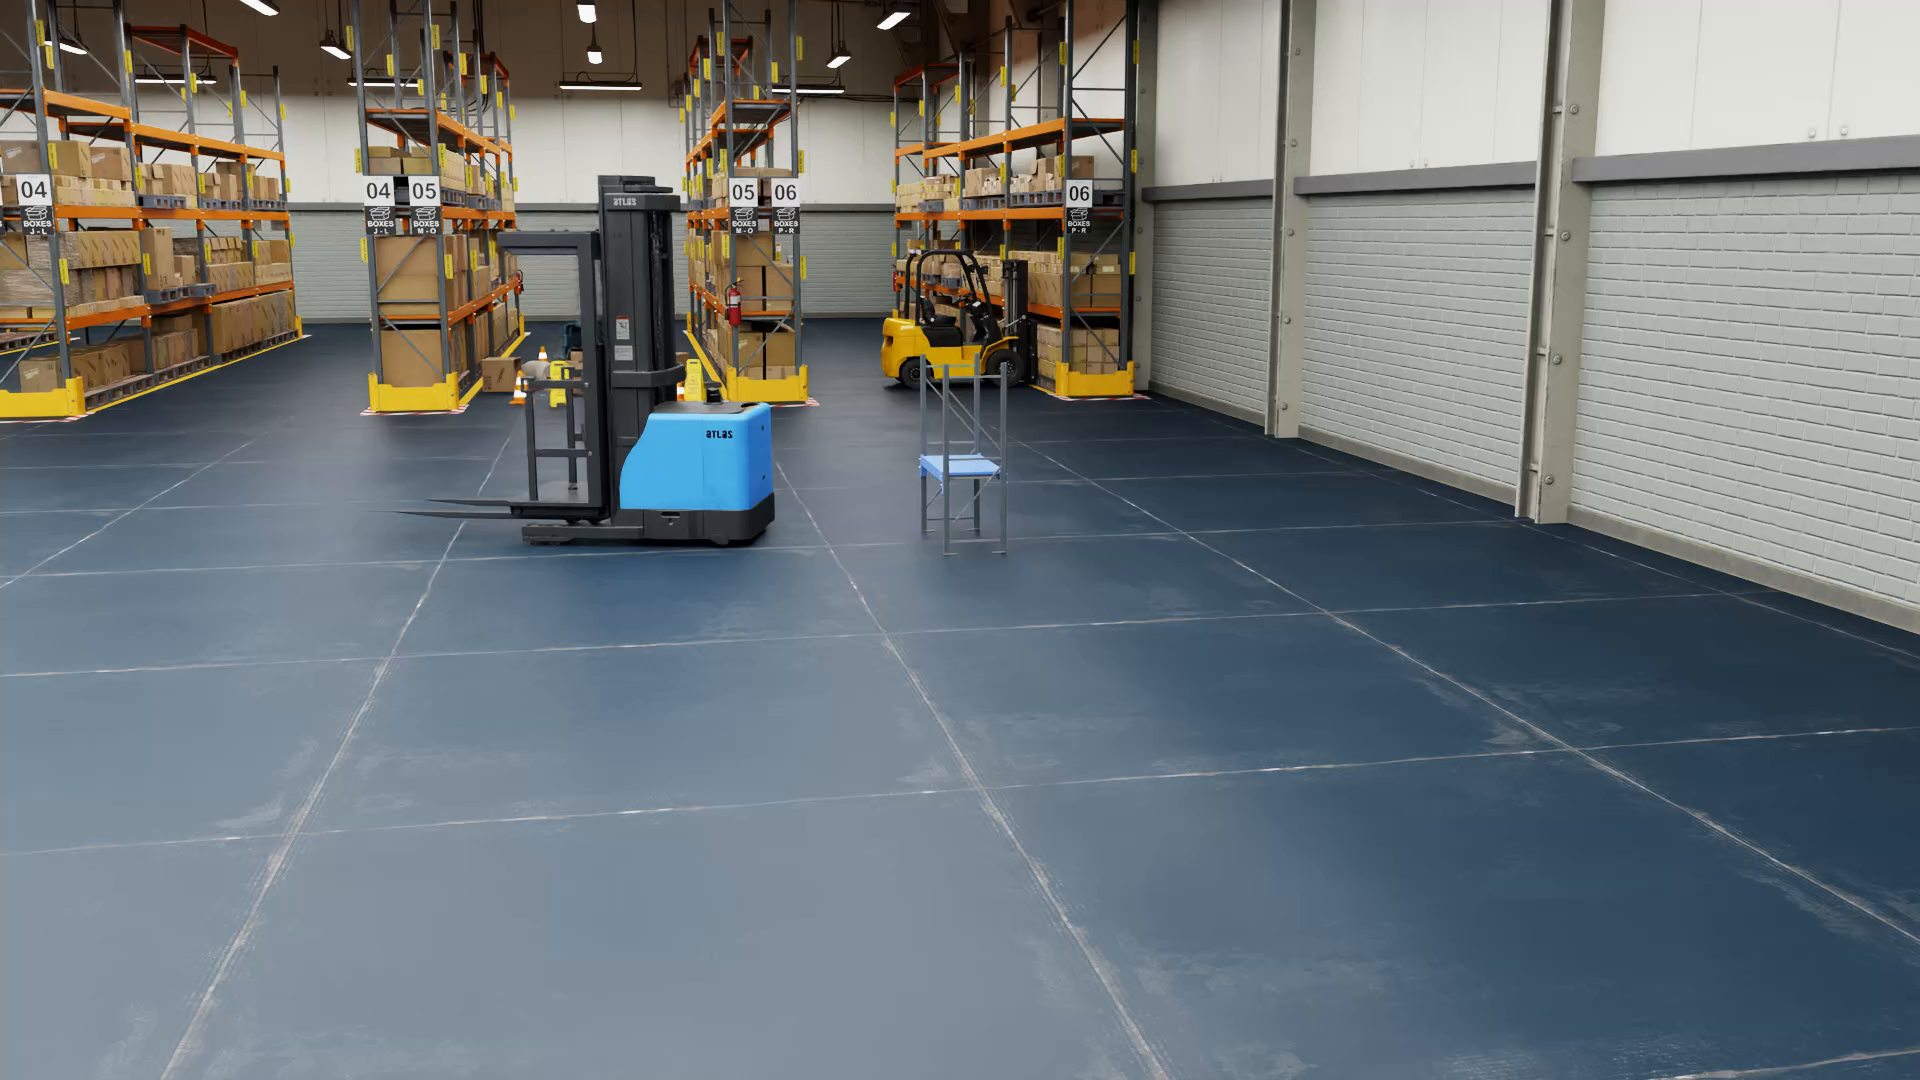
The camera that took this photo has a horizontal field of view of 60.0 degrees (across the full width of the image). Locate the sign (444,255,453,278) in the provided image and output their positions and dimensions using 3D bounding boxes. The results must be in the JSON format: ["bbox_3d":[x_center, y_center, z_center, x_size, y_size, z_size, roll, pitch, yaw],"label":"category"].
[{"bbox_3d":[-7.111,-3.801,23.117,0.100,0.325,0.005,-2,11,-11],"label":"sign"}]

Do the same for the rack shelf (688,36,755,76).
[{"bbox_3d":[-4.765,-9.577,32.980,1.077,0.370,4.000,-2,11,-11],"label":"rack shelf"}]

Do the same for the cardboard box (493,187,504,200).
[{"bbox_3d":[-9.848,-7.261,34.865,0.500,0.250,0.500,-2,11,-9],"label":"cardboard box"}]

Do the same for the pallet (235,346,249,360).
[{"bbox_3d":[-14.410,-3.624,32.172,1.003,0.211,1.213,-2,11,-11],"label":"pallet"}]

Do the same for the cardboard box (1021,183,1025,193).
[{"bbox_3d":[1.209,-5.802,27.418,0.380,0.149,0.250,-2,11,-9],"label":"cardboard box"}]

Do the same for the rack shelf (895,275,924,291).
[{"bbox_3d":[-0.675,-5.912,38.658,1.077,0.370,4.000,-2,11,-11],"label":"rack shelf"}]

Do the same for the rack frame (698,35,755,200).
[{"bbox_3d":[-4.376,-7.931,31.296,1.000,3.000,0.127,-2,11,-11],"label":"rack frame"}]

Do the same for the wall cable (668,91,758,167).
[{"bbox_3d":[-6.577,-10.458,44.573,2.355,3.000,0.029,-2,11,-11],"label":"wall cable"}]

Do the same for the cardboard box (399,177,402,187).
[{"bbox_3d":[-8.201,-5.112,23.789,0.380,0.149,0.250,-2,11,-10],"label":"cardboard box"}]

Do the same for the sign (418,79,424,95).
[{"bbox_3d":[-9.742,-8.208,30.045,0.100,0.325,0.005,-2,11,-11],"label":"sign"}]

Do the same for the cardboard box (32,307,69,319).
[{"bbox_3d":[-12.363,-3.093,22.598,0.380,0.149,0.250,-2,11,-11],"label":"cardboard box"}]

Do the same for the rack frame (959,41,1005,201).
[{"bbox_3d":[0.492,-8.112,32.248,1.000,3.000,0.127,-2,11,-11],"label":"rack frame"}]

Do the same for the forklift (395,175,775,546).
[{"bbox_3d":[-3.135,-1.492,13.696,3.031,2.935,1.130,1,11,5],"label":"forklift"}]

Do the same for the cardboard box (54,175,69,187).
[{"bbox_3d":[-12.323,-4.862,22.529,0.380,0.149,0.250,-2,11,-10],"label":"cardboard box"}]

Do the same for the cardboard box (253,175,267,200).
[{"bbox_3d":[-15.149,-7.476,35.272,0.700,0.500,0.500,-2,11,-9],"label":"cardboard box"}]

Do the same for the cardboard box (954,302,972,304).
[{"bbox_3d":[0.068,-5.138,36.498,0.380,0.149,0.250,-3,11,-13],"label":"cardboard box"}]

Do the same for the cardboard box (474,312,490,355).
[{"bbox_3d":[-9.182,-3.771,30.381,1.050,0.750,0.750,-2,11,-12],"label":"cardboard box"}]

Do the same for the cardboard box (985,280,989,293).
[{"bbox_3d":[0.745,-4.624,30.372,0.500,0.250,0.500,-2,11,-11],"label":"cardboard box"}]

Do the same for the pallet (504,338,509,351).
[{"bbox_3d":[-9.837,-4.006,34.179,1.003,0.211,1.213,-2,11,-11],"label":"pallet"}]

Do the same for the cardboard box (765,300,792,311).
[{"bbox_3d":[-2.683,-3.463,24.539,0.380,0.149,0.250,-2,11,-11],"label":"cardboard box"}]

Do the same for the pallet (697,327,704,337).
[{"bbox_3d":[-5.466,-4.714,37.898,1.003,0.211,1.213,-2,11,-11],"label":"pallet"}]

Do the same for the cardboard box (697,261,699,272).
[{"bbox_3d":[-5.144,-5.610,34.212,0.500,0.250,0.500,-2,11,-10],"label":"cardboard box"}]

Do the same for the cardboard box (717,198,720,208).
[{"bbox_3d":[-3.614,-5.294,26.139,0.380,0.149,0.250,-2,11,-12],"label":"cardboard box"}]

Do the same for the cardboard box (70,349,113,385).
[{"bbox_3d":[-12.964,-2.577,24.777,0.500,0.500,0.500,-3,11,-16],"label":"cardboard box"}]

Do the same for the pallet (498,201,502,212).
[{"bbox_3d":[-9.975,-6.783,33.790,1.213,0.211,1.003,-2,11,-11],"label":"pallet"}]

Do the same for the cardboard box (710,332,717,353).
[{"bbox_3d":[-4.125,-3.660,30.808,0.950,0.372,0.625,-2,11,-12],"label":"cardboard box"}]

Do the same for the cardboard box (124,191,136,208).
[{"bbox_3d":[-12.974,-5.215,25.453,0.500,0.250,0.500,-2,11,-9],"label":"cardboard box"}]

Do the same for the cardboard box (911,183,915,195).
[{"bbox_3d":[-0.818,-7.960,37.740,0.500,0.250,0.500,-2,11,-10],"label":"cardboard box"}]

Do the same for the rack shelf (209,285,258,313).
[{"bbox_3d":[-14.486,-4.637,31.958,1.077,0.370,4.000,-2,11,-11],"label":"rack shelf"}]

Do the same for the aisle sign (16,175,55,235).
[{"bbox_3d":[-12.235,-4.432,22.009,0.394,0.787,0.004,-2,11,-11],"label":"aisle sign"}]

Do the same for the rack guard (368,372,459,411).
[{"bbox_3d":[-7.652,-2.085,23.316,1.175,0.500,0.348,-2,11,-11],"label":"rack guard"}]

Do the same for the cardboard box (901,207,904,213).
[{"bbox_3d":[-1.173,-7.771,39.151,0.380,0.149,0.250,-2,11,-10],"label":"cardboard box"}]

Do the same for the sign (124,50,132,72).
[{"bbox_3d":[-12.783,-7.351,25.539,0.100,0.325,0.005,-2,11,-11],"label":"sign"}]

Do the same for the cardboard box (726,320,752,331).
[{"bbox_3d":[-3.369,-3.261,25.298,0.380,0.149,0.250,-2,11,-9],"label":"cardboard box"}]

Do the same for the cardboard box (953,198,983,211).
[{"bbox_3d":[0.154,-6.650,32.991,0.500,0.250,0.500,-2,11,-13],"label":"cardboard box"}]

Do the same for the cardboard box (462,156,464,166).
[{"bbox_3d":[-8.050,-5.993,26.288,0.380,0.149,0.250,-2,11,-11],"label":"cardboard box"}]

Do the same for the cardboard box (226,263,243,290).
[{"bbox_3d":[-14.318,-5.143,32.430,0.500,0.500,0.500,-2,11,-12],"label":"cardboard box"}]

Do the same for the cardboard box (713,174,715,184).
[{"bbox_3d":[-3.857,-5.922,27.305,0.380,0.149,0.250,-2,11,-12],"label":"cardboard box"}]

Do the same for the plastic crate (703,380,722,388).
[{"bbox_3d":[-4.097,-2.498,26.606,0.402,0.080,0.583,-6,13,-31],"label":"plastic crate"}]

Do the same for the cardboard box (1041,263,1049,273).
[{"bbox_3d":[1.501,-4.307,26.302,0.380,0.149,0.250,-2,11,-13],"label":"cardboard box"}]

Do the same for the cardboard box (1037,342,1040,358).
[{"bbox_3d":[1.439,-3.063,26.659,0.500,0.250,0.500,-2,11,-12],"label":"cardboard box"}]

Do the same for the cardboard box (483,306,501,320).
[{"bbox_3d":[-9.291,-4.451,32.617,0.500,0.250,0.500,-2,11,-11],"label":"cardboard box"}]

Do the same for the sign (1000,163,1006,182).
[{"bbox_3d":[0.739,-6.292,28.483,0.100,0.325,0.005,-2,11,-11],"label":"sign"}]

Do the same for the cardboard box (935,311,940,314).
[{"bbox_3d":[-0.300,-4.682,35.838,0.500,0.500,0.500,-2,11,-12],"label":"cardboard box"}]

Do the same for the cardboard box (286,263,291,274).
[{"bbox_3d":[-15.298,-6.084,37.242,0.500,0.250,0.500,-2,11,-12],"label":"cardboard box"}]

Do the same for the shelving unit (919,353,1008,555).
[{"bbox_3d":[0.017,-0.721,13.474,0.538,1.500,1.048,-2,11,-11],"label":"shelving unit"}]

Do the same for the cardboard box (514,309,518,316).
[{"bbox_3d":[-10.249,-5.171,37.754,0.380,0.149,0.250,-2,11,-12],"label":"cardboard box"}]

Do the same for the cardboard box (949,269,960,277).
[{"bbox_3d":[-0.012,-5.354,33.353,0.380,0.149,0.250,-2,11,-10],"label":"cardboard box"}]

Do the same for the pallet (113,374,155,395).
[{"bbox_3d":[-13.154,-2.398,25.729,1.003,0.211,1.213,-2,11,-11],"label":"pallet"}]

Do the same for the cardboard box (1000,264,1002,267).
[{"bbox_3d":[0.918,-4.900,29.417,0.380,0.149,0.250,-2,11,-12],"label":"cardboard box"}]

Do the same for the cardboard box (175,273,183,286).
[{"bbox_3d":[-13.508,-4.467,28.382,0.396,0.266,0.258,-2,11,-13],"label":"cardboard box"}]
